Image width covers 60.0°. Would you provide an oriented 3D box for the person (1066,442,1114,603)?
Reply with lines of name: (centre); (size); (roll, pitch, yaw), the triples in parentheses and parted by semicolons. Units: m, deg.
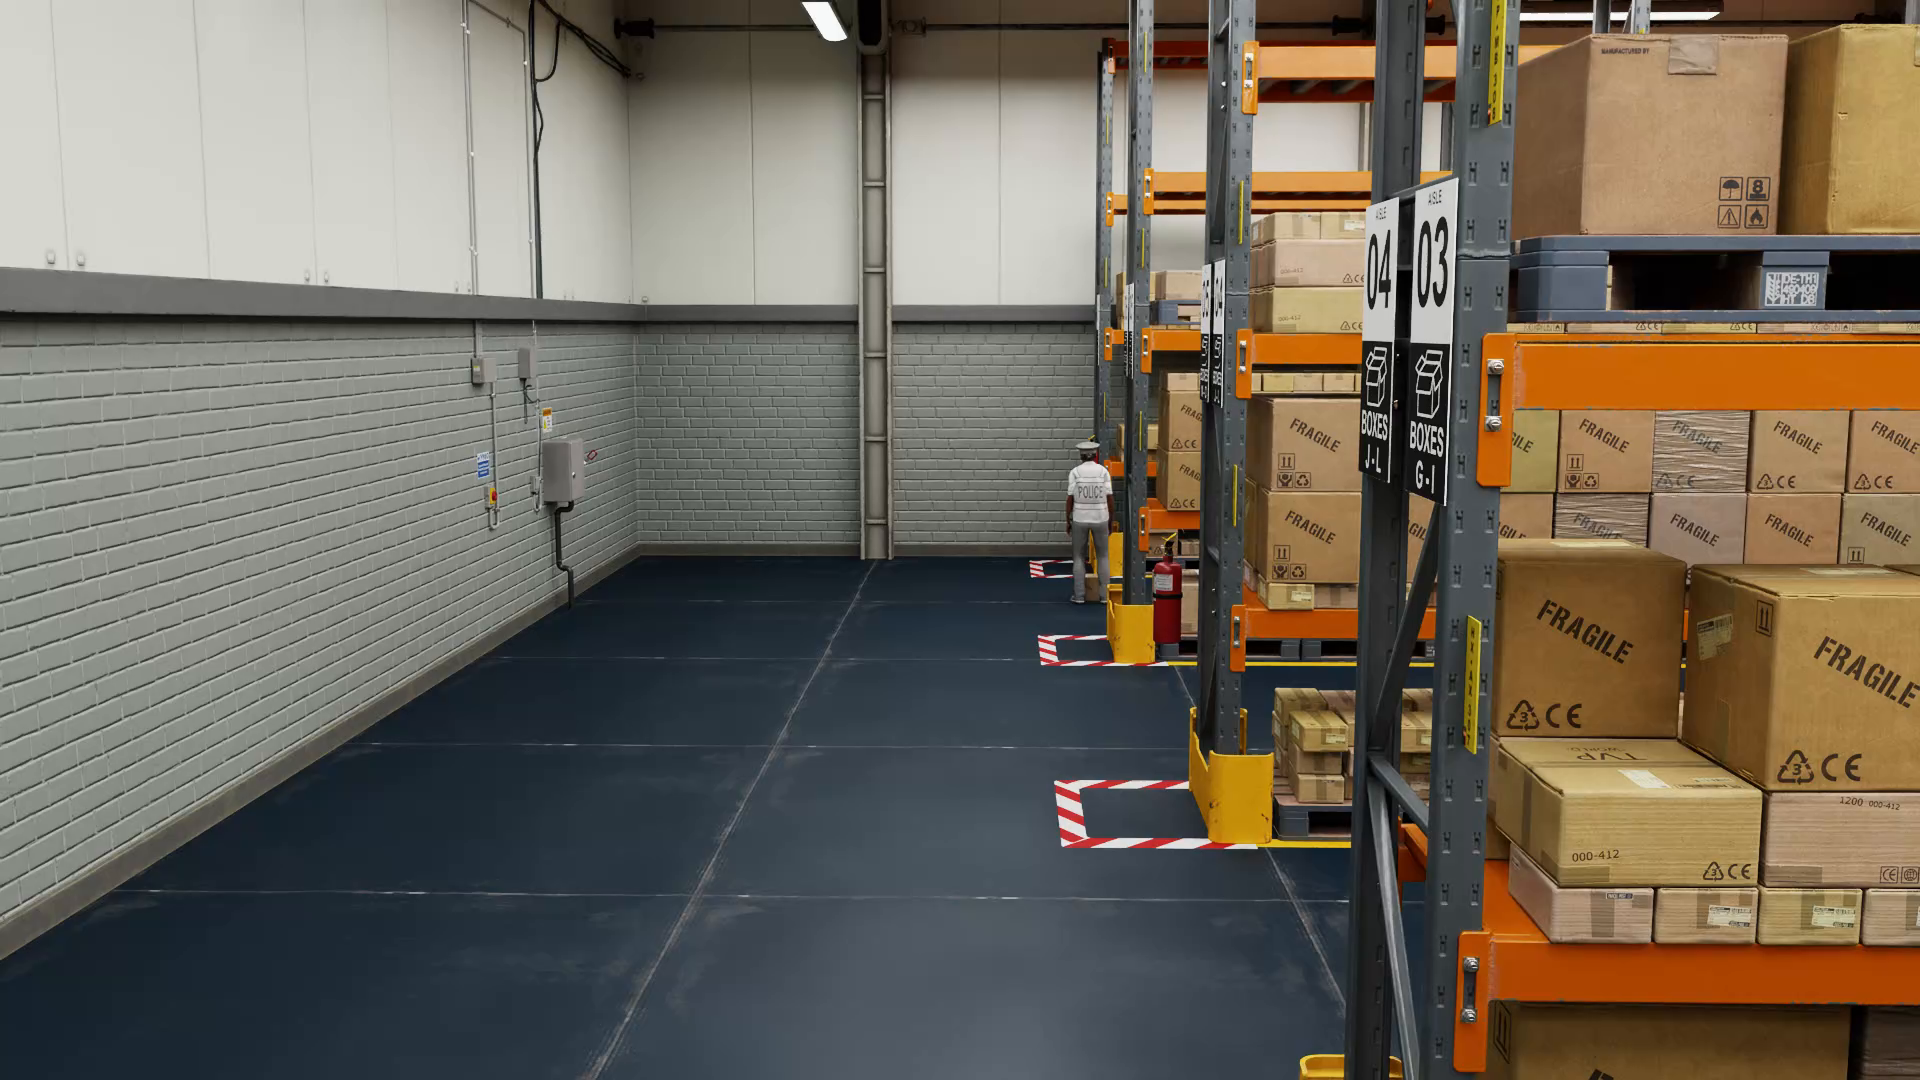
person: (1.345, -0.173, 17.122); (0.508, 1.659, 0.395); (0, 7, 1)
